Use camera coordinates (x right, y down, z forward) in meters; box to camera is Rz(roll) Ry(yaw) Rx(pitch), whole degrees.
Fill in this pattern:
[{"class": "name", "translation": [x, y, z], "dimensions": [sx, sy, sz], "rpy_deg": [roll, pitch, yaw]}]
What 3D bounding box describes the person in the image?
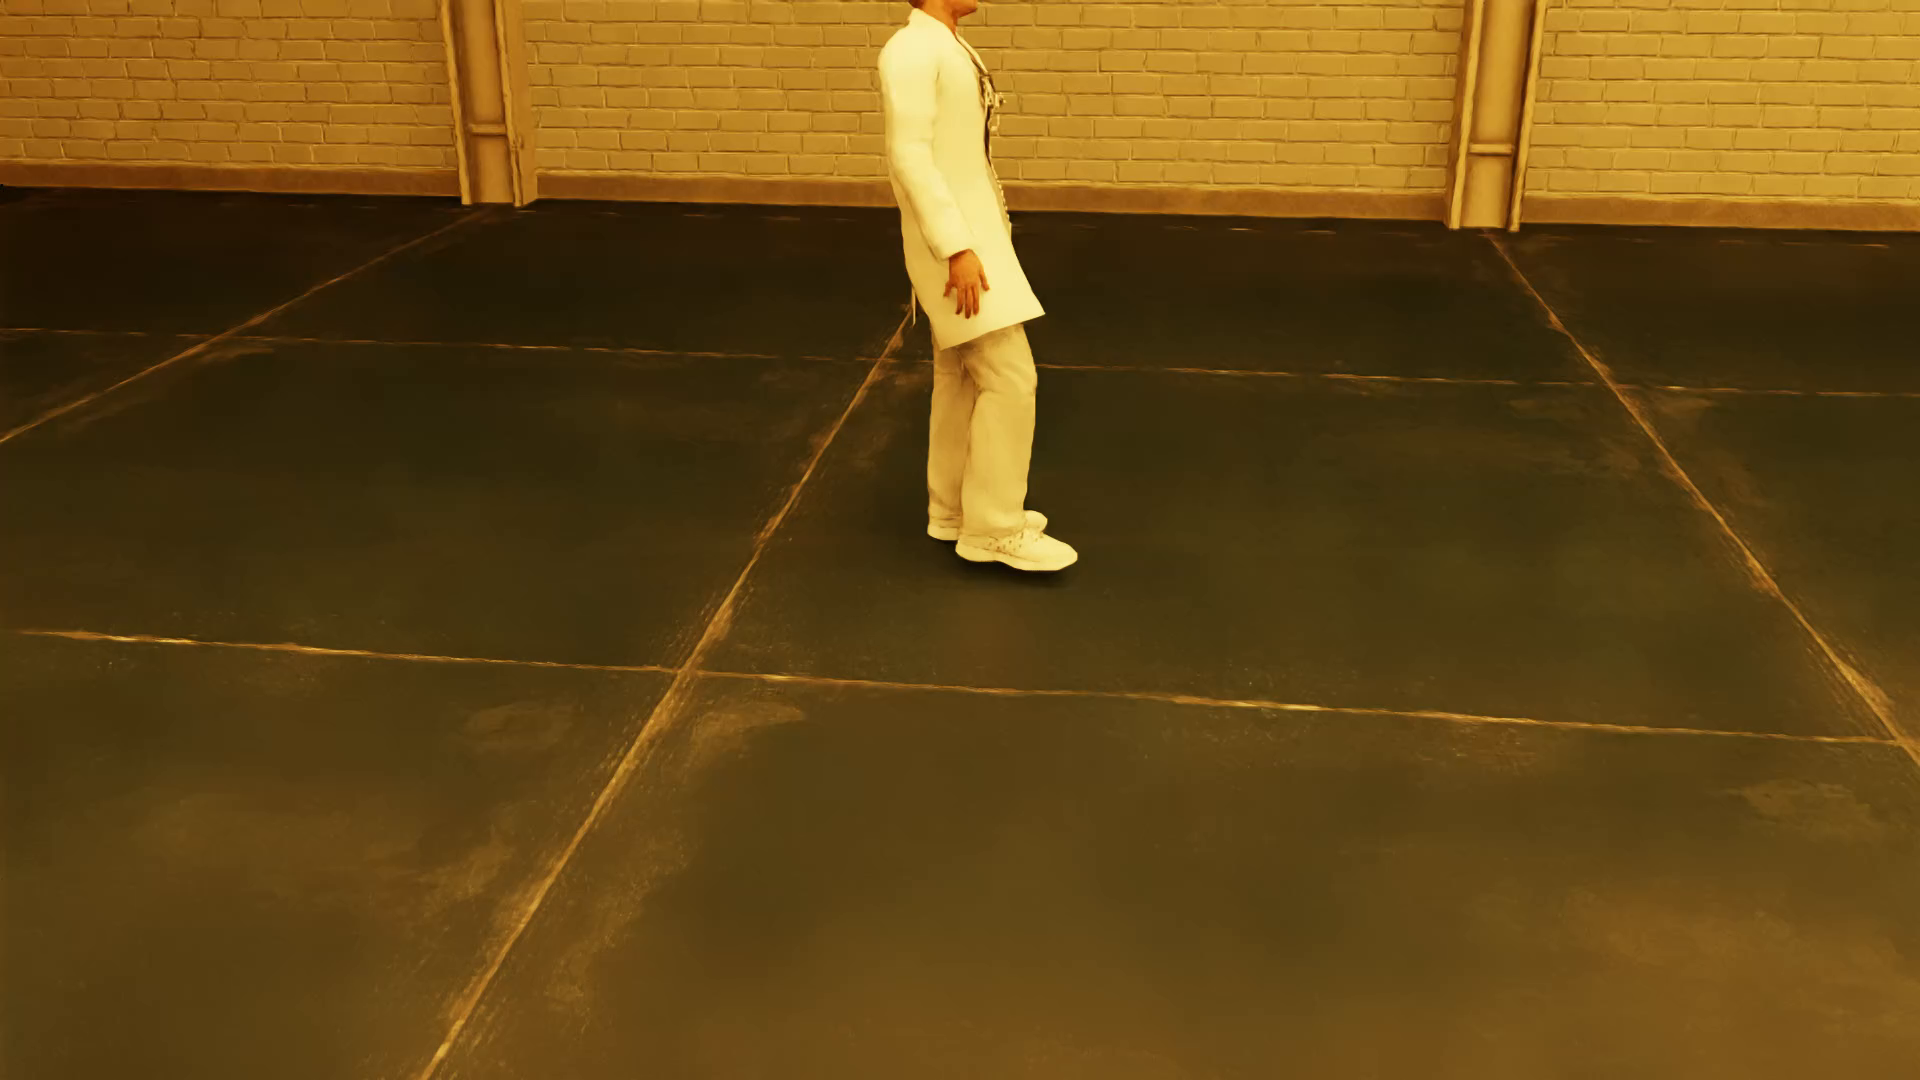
[{"class": "person", "translation": [0.087, -0.827, 4.827], "dimensions": [0.586, 1.775, 0.694], "rpy_deg": [3, 22, 7]}]
